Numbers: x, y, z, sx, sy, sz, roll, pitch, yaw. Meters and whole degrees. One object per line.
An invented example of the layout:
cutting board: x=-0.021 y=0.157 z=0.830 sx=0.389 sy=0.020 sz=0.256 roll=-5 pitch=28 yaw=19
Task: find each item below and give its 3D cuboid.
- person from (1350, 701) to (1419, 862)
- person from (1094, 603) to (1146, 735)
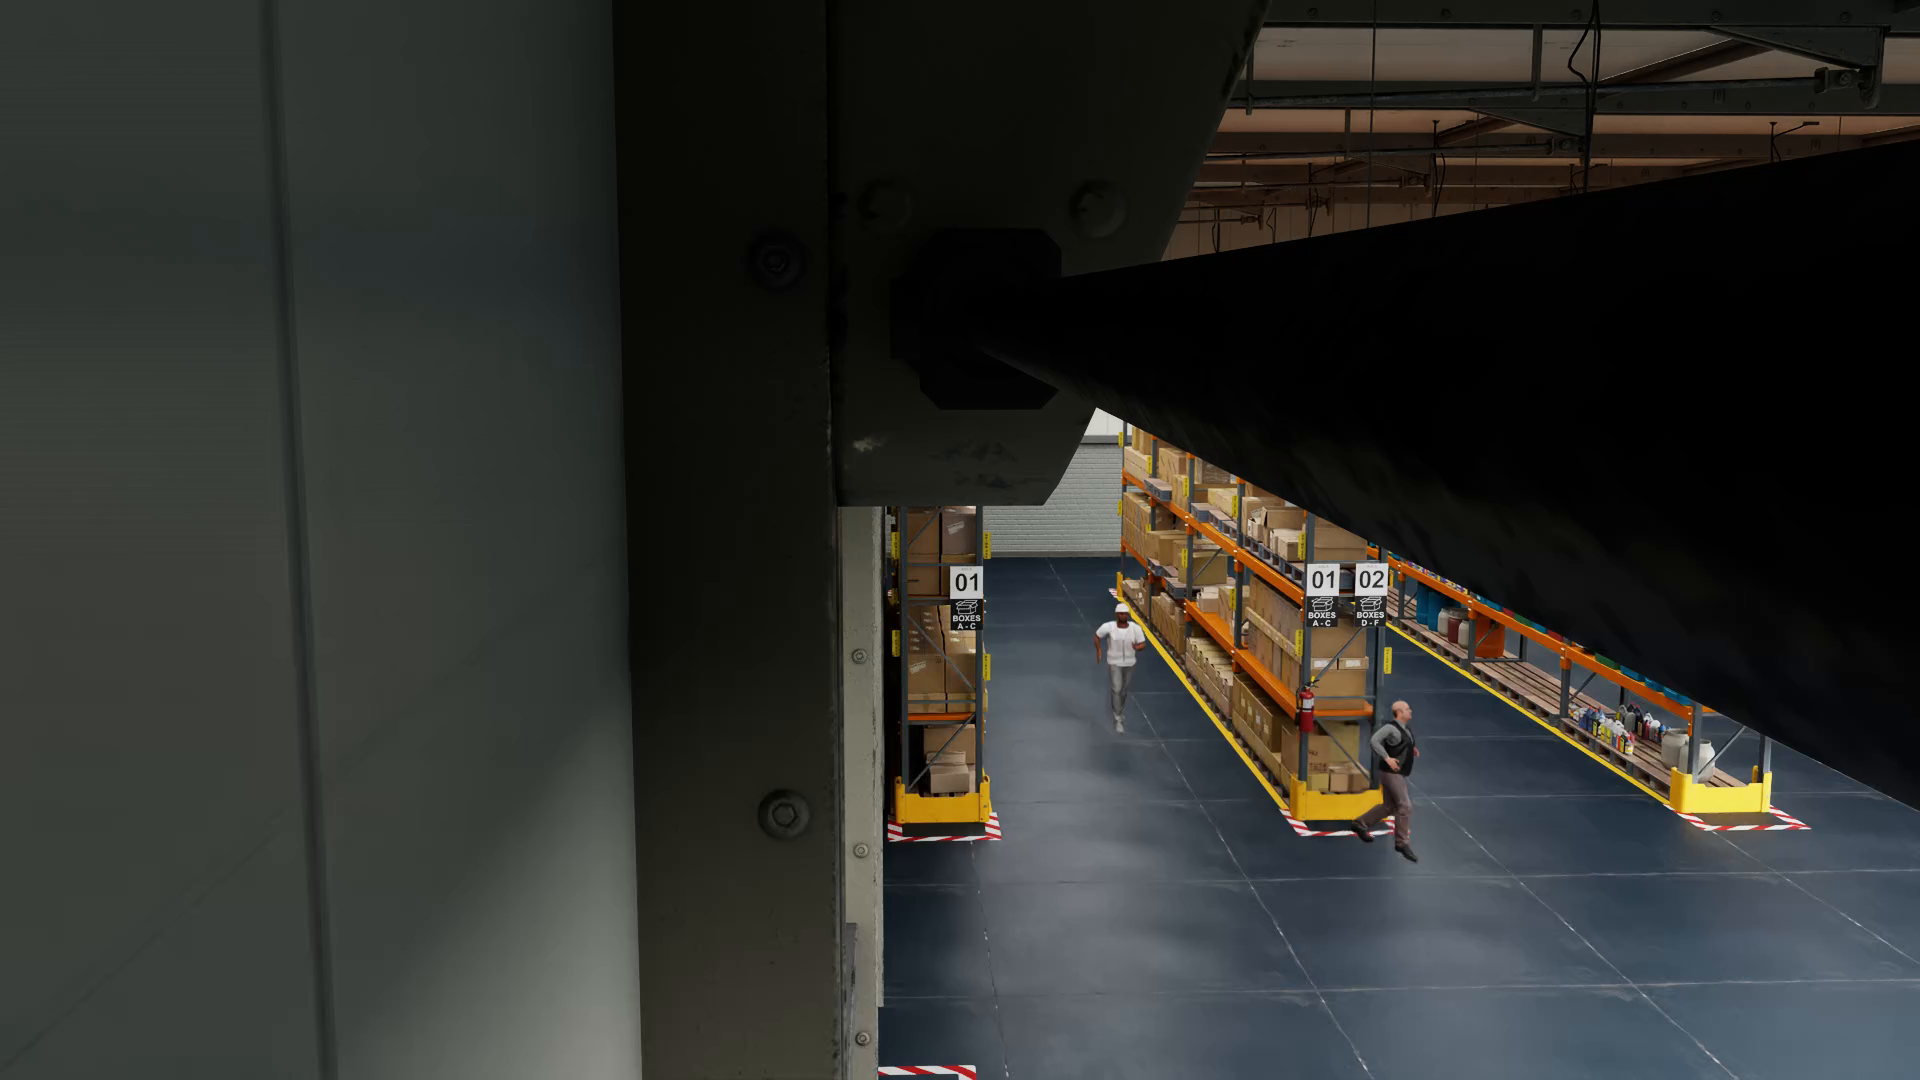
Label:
person: x=4.935 y=2.704 z=19.056 sx=0.811 sy=1.742 sz=0.701 roll=4 pitch=9 yaw=28
person: x=2.323 y=1.813 z=23.947 sx=0.686 sy=1.827 sz=0.801 roll=-2 pitch=8 yaw=-11
